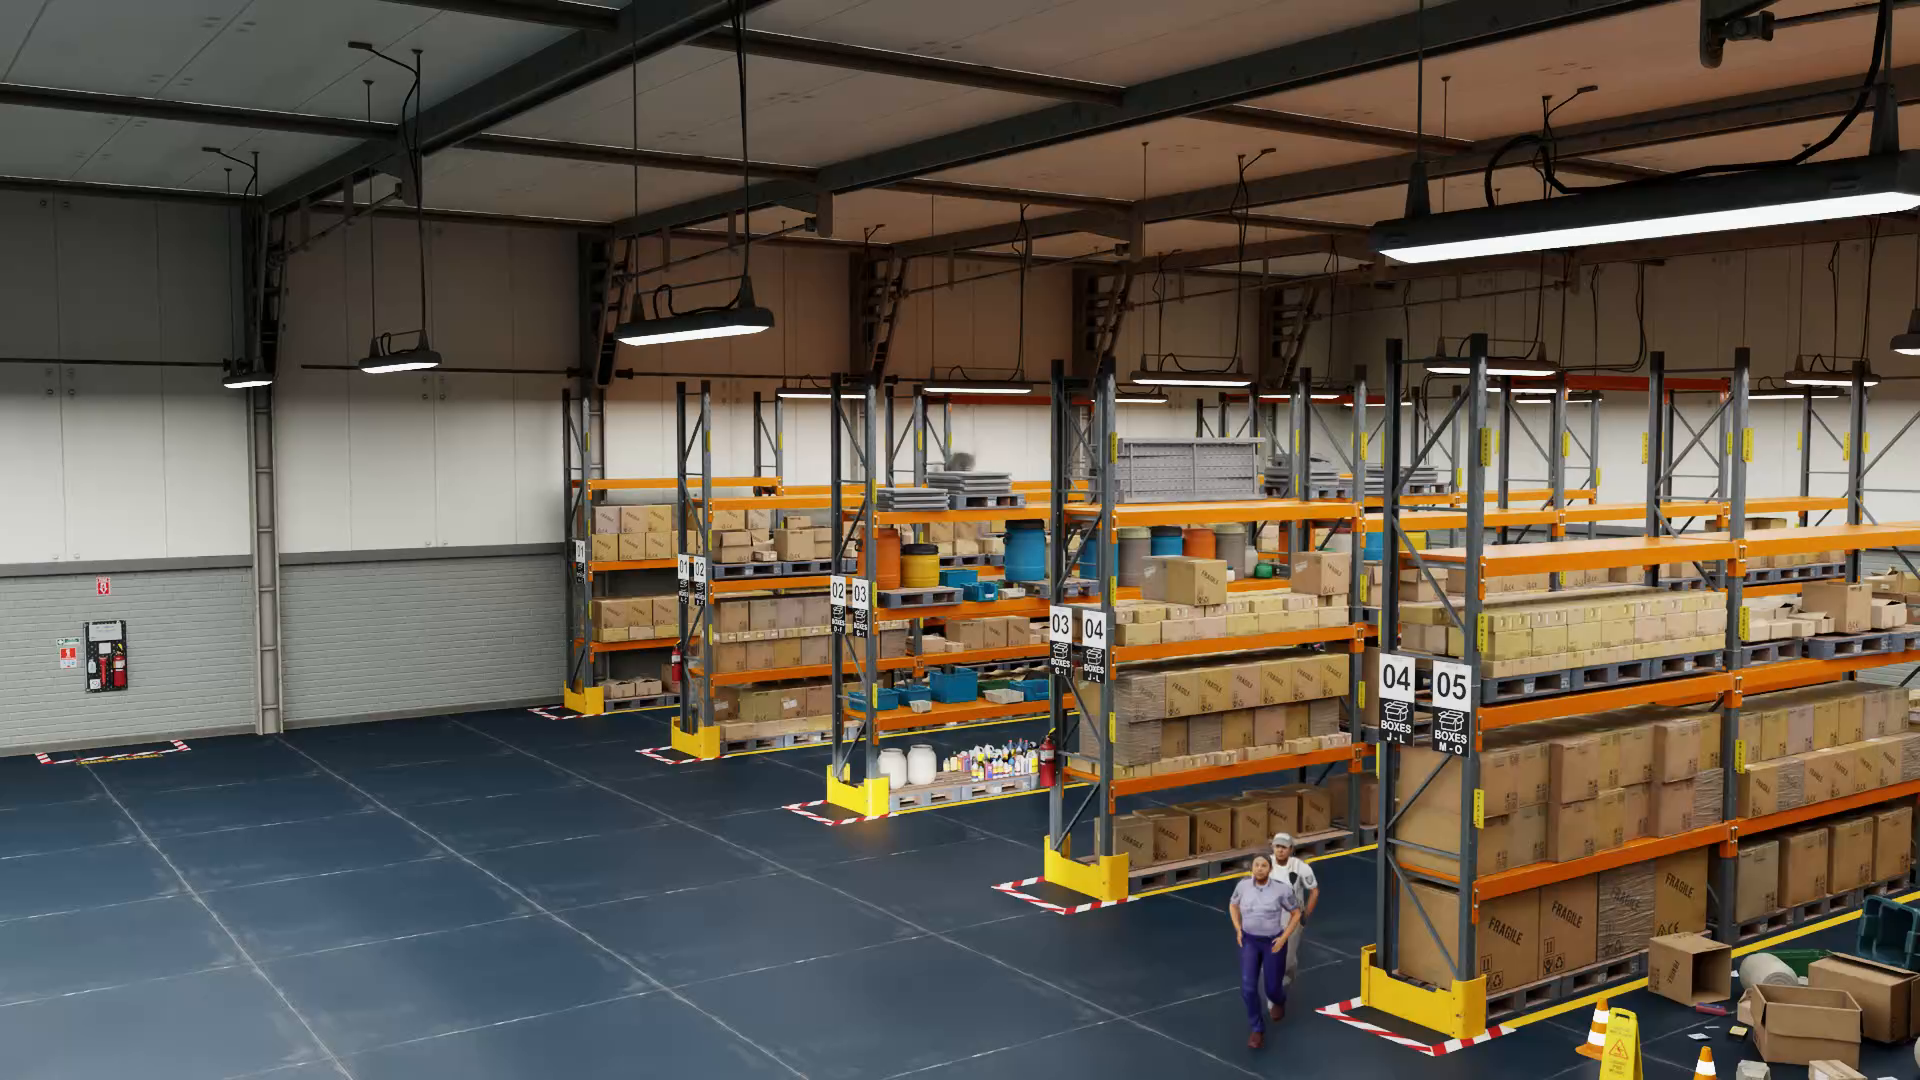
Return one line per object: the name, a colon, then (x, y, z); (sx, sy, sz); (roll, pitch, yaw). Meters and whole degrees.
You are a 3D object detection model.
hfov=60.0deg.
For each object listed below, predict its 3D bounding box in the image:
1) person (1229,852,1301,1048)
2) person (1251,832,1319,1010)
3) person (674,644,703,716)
person: (2.580, 3.444, 14.187); (0.603, 1.606, 0.671); (1, 4, 21)
person: (2.905, 3.417, 14.986); (0.633, 1.618, 0.621); (2, 4, 27)
person: (-4.573, 2.565, 28.523); (0.536, 1.575, 0.664); (3, 5, 38)
